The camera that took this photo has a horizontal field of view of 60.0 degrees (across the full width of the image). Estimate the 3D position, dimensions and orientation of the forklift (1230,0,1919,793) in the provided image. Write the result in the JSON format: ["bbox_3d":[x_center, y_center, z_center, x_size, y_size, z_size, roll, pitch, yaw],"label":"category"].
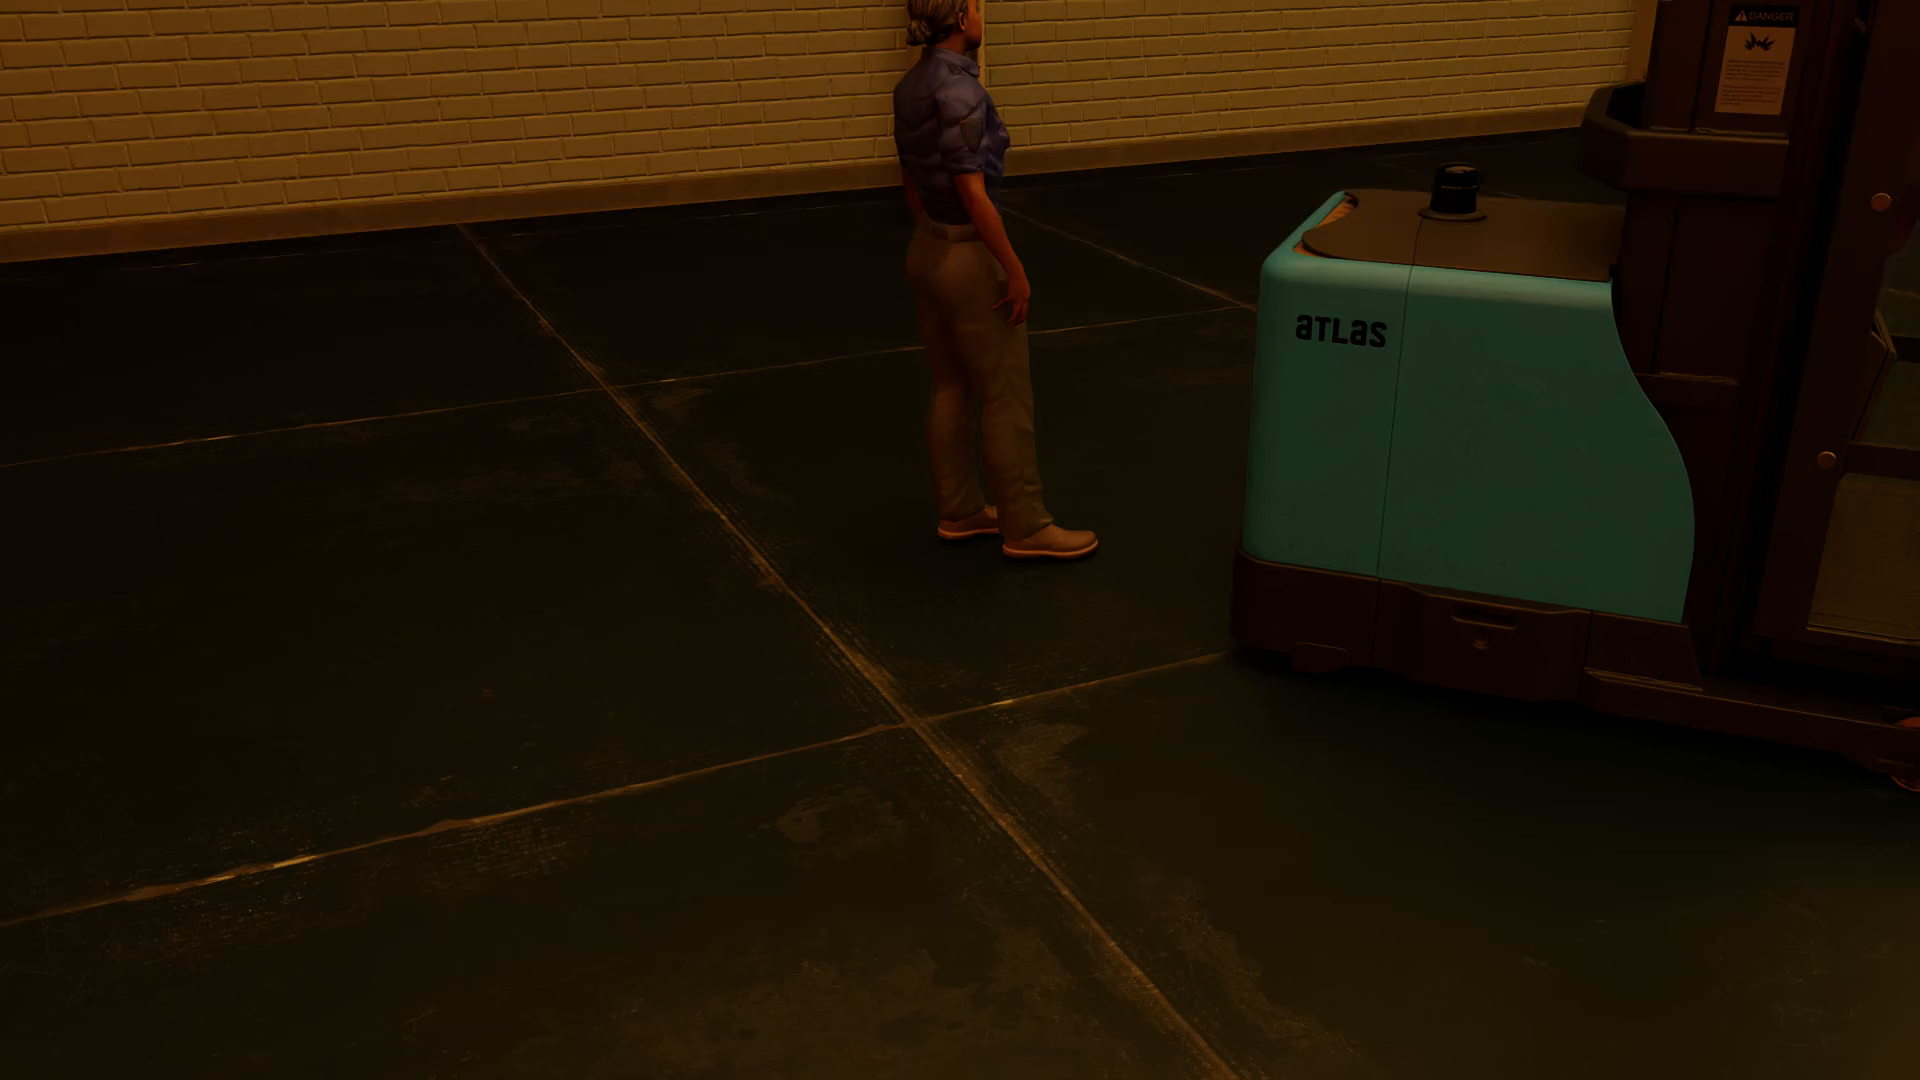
[{"bbox_3d":[2.274,-0.989,3.666,3.031,2.935,1.130,9,24,20],"label":"forklift"}]

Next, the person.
[{"bbox_3d":[0.088,-0.778,4.804,0.503,1.656,0.569,-10,25,-23],"label":"person"}]
